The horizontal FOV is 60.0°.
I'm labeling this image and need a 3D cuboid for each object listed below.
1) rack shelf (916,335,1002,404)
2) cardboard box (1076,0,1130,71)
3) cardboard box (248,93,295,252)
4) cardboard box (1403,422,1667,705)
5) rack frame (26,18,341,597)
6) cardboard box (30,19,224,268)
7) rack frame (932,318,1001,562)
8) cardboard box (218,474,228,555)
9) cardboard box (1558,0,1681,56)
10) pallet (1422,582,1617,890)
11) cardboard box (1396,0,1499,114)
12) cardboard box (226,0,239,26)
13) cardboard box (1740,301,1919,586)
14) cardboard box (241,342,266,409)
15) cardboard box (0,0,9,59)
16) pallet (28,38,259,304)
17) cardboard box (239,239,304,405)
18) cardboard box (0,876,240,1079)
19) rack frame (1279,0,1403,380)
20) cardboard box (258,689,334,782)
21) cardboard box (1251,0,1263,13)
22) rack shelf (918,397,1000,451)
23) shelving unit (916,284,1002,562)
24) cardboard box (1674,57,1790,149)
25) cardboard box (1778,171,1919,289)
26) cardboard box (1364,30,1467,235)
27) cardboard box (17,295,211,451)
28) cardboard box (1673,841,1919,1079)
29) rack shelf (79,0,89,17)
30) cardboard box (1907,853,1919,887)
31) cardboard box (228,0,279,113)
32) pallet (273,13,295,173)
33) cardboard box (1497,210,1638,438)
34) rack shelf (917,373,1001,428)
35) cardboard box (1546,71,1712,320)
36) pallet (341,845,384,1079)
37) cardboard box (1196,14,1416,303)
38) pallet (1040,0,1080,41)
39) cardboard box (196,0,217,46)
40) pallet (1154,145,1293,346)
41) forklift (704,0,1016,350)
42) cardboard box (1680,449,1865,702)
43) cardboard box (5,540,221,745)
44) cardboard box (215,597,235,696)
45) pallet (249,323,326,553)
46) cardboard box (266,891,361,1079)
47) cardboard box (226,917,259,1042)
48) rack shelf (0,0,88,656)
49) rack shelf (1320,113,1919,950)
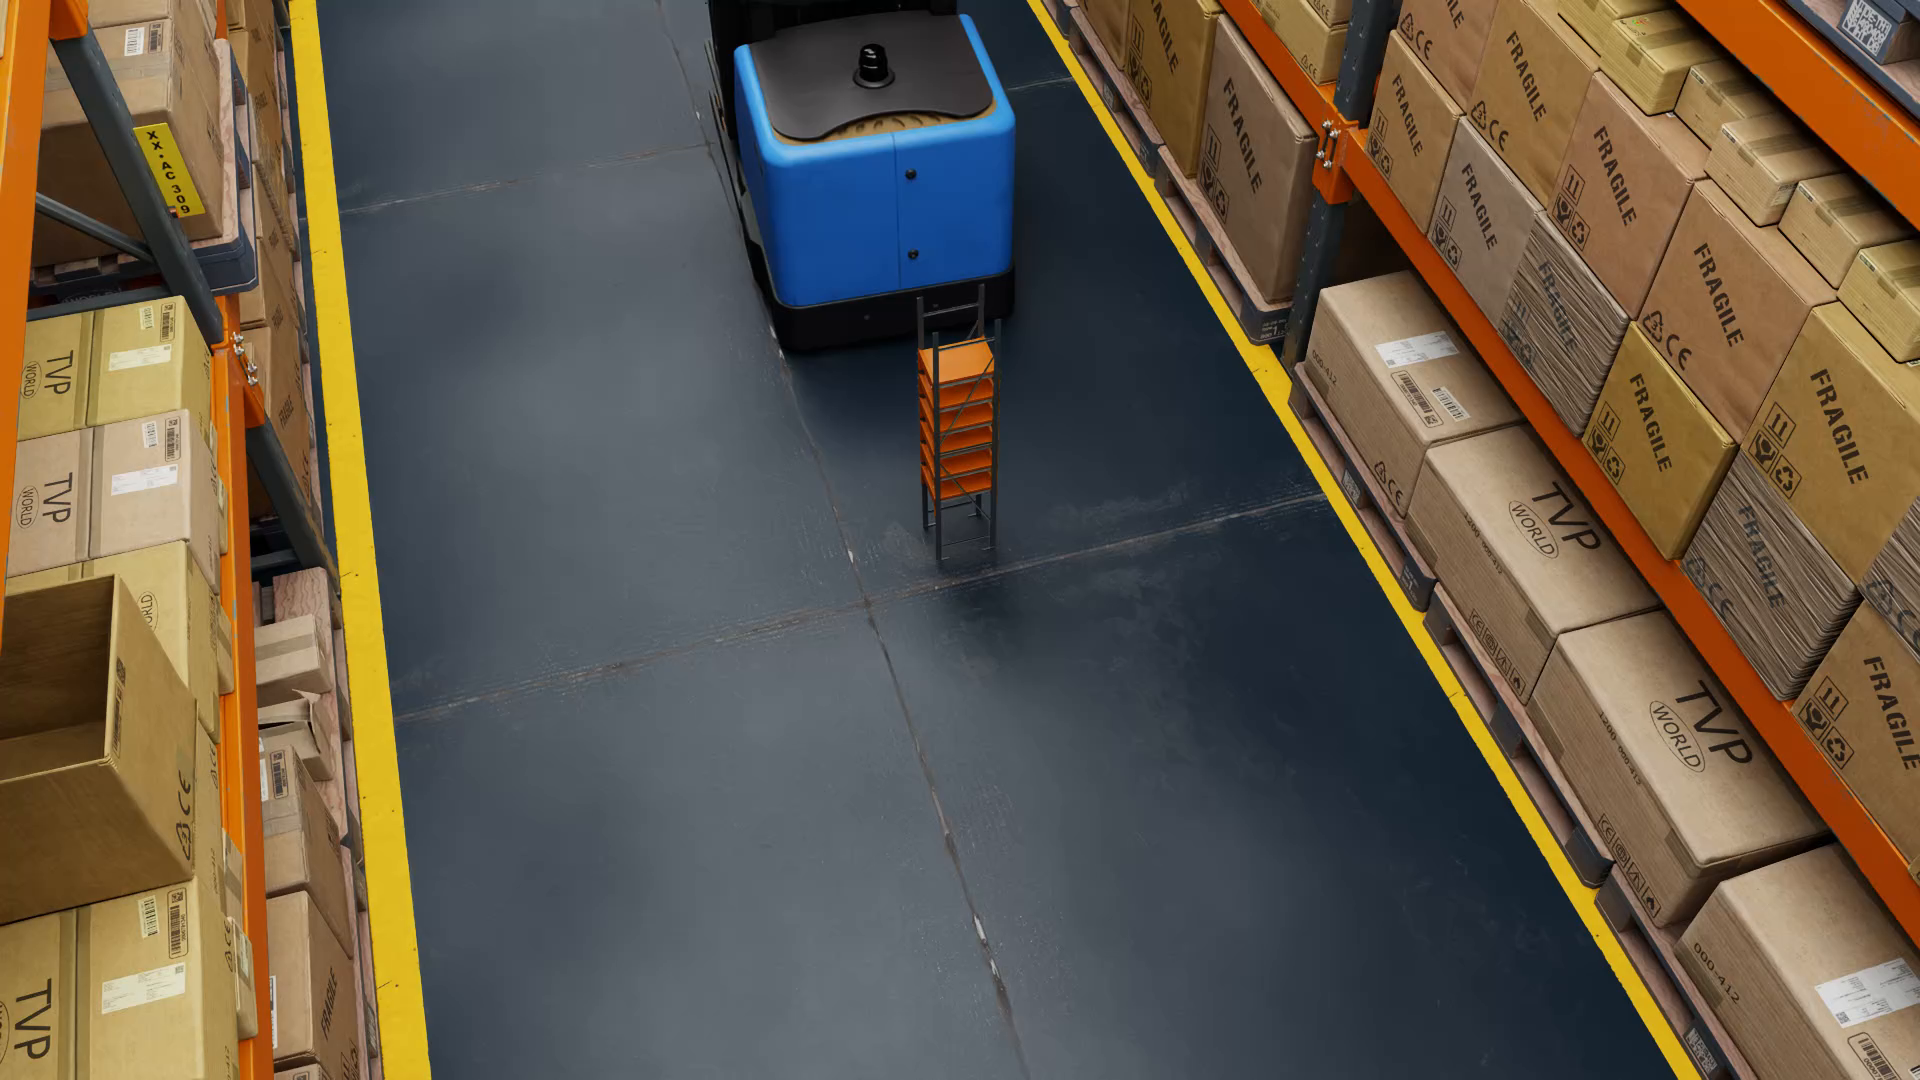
[{"bbox_3d":[-0.004,-0.601,5.849,0.258,0.103,0.180,-13,51,-11],"label":"rack shelf"},{"bbox_3d":[1.080,-3.006,8.227,0.875,0.875,0.875,-13,51,-11],"label":"cardboard box"},{"bbox_3d":[-3.248,-1.551,7.245,0.500,0.500,0.500,-15,51,-12],"label":"cardboard box"},{"bbox_3d":[2.227,0.018,5.964,0.875,0.438,0.875,-15,51,-12],"label":"cardboard box"},{"bbox_3d":[-2.862,-0.684,5.155,1.000,3.000,0.127,-13,51,-11],"label":"rack frame"},{"bbox_3d":[-2.792,-1.256,5.296,0.700,0.500,0.500,-12,51,-10],"label":"cardboard box"},{"bbox_3d":[0.023,-0.330,6.034,0.240,1.200,0.006,-13,51,-11],"label":"rack frame"},{"bbox_3d":[-2.329,-0.058,4.791,0.380,0.149,0.250,-12,51,-10],"label":"cardboard box"},{"bbox_3d":[1.946,-1.528,4.722,0.380,0.149,0.250,-14,51,-11],"label":"cardboard box"},{"bbox_3d":[2.393,0.555,5.934,1.003,0.211,1.213,-13,51,-11],"label":"pallet"},{"bbox_3d":[1.788,-1.761,5.343,0.500,0.500,0.500,-13,51,-11],"label":"cardboard box"},{"bbox_3d":[-3.511,-2.446,7.576,0.380,0.149,0.250,-15,51,-12],"label":"cardboard box"},{"bbox_3d":[2.365,-0.278,4.093,0.500,0.500,0.500,-14,51,-11],"label":"cardboard box"},{"bbox_3d":[-2.714,-0.545,5.973,0.380,0.149,0.250,-11,51,-9],"label":"cardboard box"},{"bbox_3d":[-2.404,-1.195,3.787,0.380,0.149,0.250,-13,51,-11],"label":"cardboard box"},{"bbox_3d":[-2.994,-1.231,5.741,1.003,0.211,1.213,-13,51,-11],"label":"pallet"},{"bbox_3d":[-2.957,-0.805,6.617,0.500,0.500,0.500,-14,51,-11],"label":"cardboard box"},{"bbox_3d":[-1.859,1.060,3.588,0.500,0.250,0.500,-14,51,-12],"label":"cardboard box"},{"bbox_3d":[1.878,-1.809,6.103,1.000,3.000,0.127,-13,51,-11],"label":"rack frame"},{"bbox_3d":[-2.311,0.663,5.533,0.396,0.266,0.258,-12,51,-10],"label":"cardboard box"},{"bbox_3d":[1.355,-2.404,6.702,0.500,0.250,0.500,-14,51,-11],"label":"cardboard box"},{"bbox_3d":[-0.004,-0.446,6.032,0.258,0.103,0.180,-13,51,-11],"label":"rack shelf"},{"bbox_3d":[-0.004,-0.397,6.090,0.258,1.200,0.189,-13,51,-11],"label":"shelving unit"},{"bbox_3d":[2.149,-1.162,4.414,0.380,0.149,0.250,-13,51,-11],"label":"cardboard box"},{"bbox_3d":[2.274,-0.784,4.095,0.380,0.149,0.250,-12,51,-10],"label":"cardboard box"},{"bbox_3d":[1.767,-1.440,5.726,0.500,0.500,0.500,-12,51,-10],"label":"cardboard box"},{"bbox_3d":[-2.479,-0.415,4.831,0.500,0.250,0.500,-12,51,-10],"label":"cardboard box"},{"bbox_3d":[2.770,1.343,4.847,0.875,0.438,0.875,-15,51,-12],"label":"cardboard box"},{"bbox_3d":[-3.454,-2.880,5.514,1.077,0.370,4.000,-13,51,-11],"label":"rack shelf"},{"bbox_3d":[2.666,0.787,3.849,0.500,0.500,0.500,-13,51,-11],"label":"cardboard box"},{"bbox_3d":[-3.577,-2.307,7.883,0.500,0.500,0.500,-14,51,-12],"label":"cardboard box"},{"bbox_3d":[-3.861,-2.153,8.217,1.003,0.211,1.213,-13,51,-11],"label":"pallet"},{"bbox_3d":[2.053,-0.706,5.108,0.500,0.500,0.500,-13,51,-11],"label":"cardboard box"},{"bbox_3d":[-0.004,-0.523,5.940,0.258,0.103,0.180,-13,51,-11],"label":"rack shelf"},{"bbox_3d":[2.072,-1.014,4.713,0.500,0.500,0.500,-12,51,-10],"label":"cardboard box"},{"bbox_3d":[-2.296,1.609,5.045,1.003,0.211,1.213,-13,51,-11],"label":"pallet"},{"bbox_3d":[1.618,-1.695,7.121,0.875,0.875,0.875,-12,51,-10],"label":"cardboard box"},{"bbox_3d":[0.856,-3.239,9.132,1.003,0.211,1.213,-13,51,-11],"label":"pallet"},{"bbox_3d":[-2.907,-1.878,5.974,0.396,0.266,0.258,-11,51,-9],"label":"cardboard box"},{"bbox_3d":[1.578,-1.457,7.630,1.003,0.211,1.213,-13,51,-11],"label":"pallet"},{"bbox_3d":[-0.613,-2.914,7.079,1.130,2.935,3.031,-11,51,-9],"label":"forklift"},{"bbox_3d":[2.370,0.044,4.475,0.500,0.500,0.500,-12,51,-10],"label":"cardboard box"},{"bbox_3d":[-2.182,0.315,4.216,0.500,0.250,0.500,-14,51,-11],"label":"cardboard box"},{"bbox_3d":[-2.175,0.320,4.472,0.380,0.149,0.250,-14,51,-12],"label":"cardboard box"},{"bbox_3d":[-3.139,-0.371,6.715,1.003,0.211,1.213,-13,51,-11],"label":"pallet"},{"bbox_3d":[-2.046,1.397,4.760,0.500,0.500,0.500,-12,51,-10],"label":"cardboard box"},{"bbox_3d":[-1.848,1.064,3.845,0.380,0.149,0.250,-15,51,-12],"label":"cardboard box"},{"bbox_3d":[-2.271,0.041,3.051,1.077,0.370,4.000,-13,51,-11],"label":"rack shelf"},{"bbox_3d":[2.470,-0.117,5.147,1.077,0.370,4.000,-13,51,-11],"label":"rack shelf"}]
